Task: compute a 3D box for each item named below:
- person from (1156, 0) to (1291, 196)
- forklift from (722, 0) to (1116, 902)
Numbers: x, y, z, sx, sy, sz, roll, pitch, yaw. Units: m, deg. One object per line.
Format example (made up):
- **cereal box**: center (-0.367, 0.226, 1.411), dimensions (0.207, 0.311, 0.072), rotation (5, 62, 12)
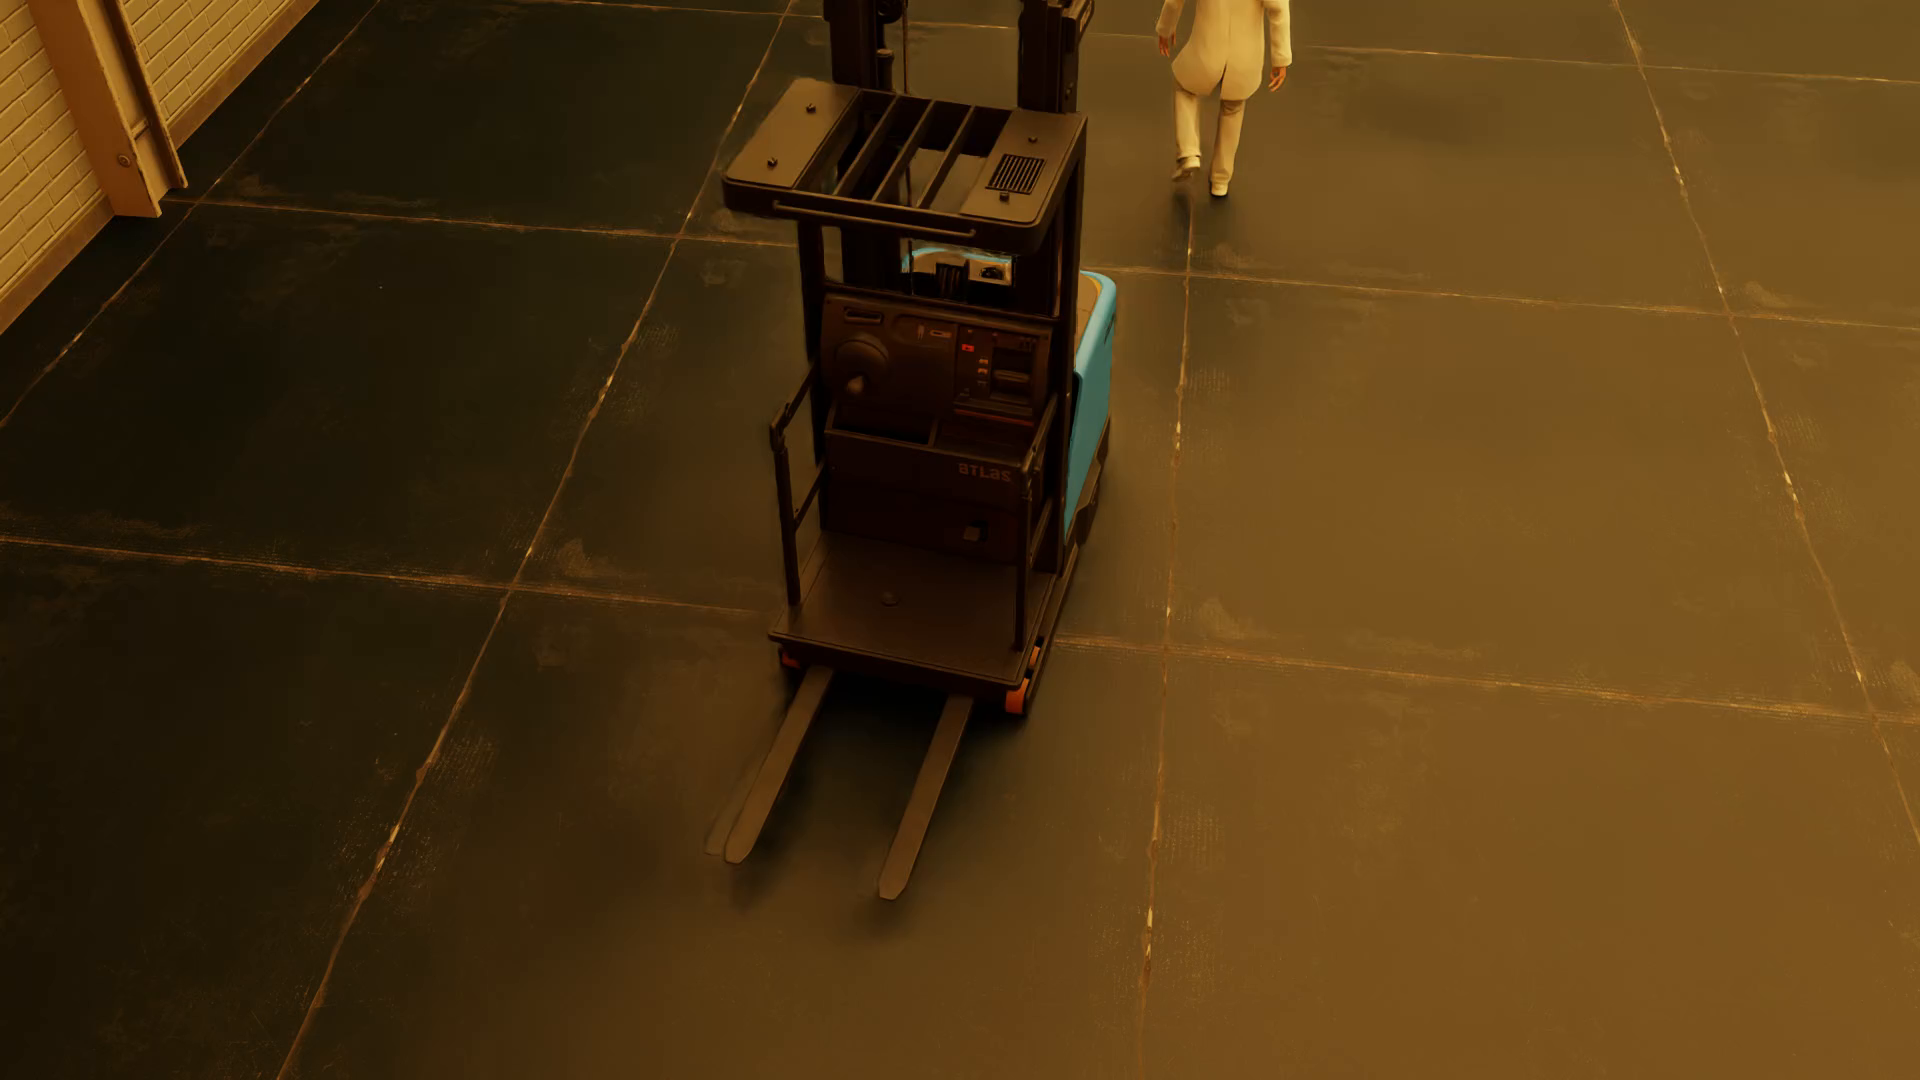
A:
- **person**: center (1.525, -2.837, 9.682), dimensions (0.782, 1.758, 0.525), rotation (4, 43, 4)
- **forklift**: center (-0.157, -0.634, 6.414), dimensions (1.130, 2.935, 3.031), rotation (11, 44, 11)
